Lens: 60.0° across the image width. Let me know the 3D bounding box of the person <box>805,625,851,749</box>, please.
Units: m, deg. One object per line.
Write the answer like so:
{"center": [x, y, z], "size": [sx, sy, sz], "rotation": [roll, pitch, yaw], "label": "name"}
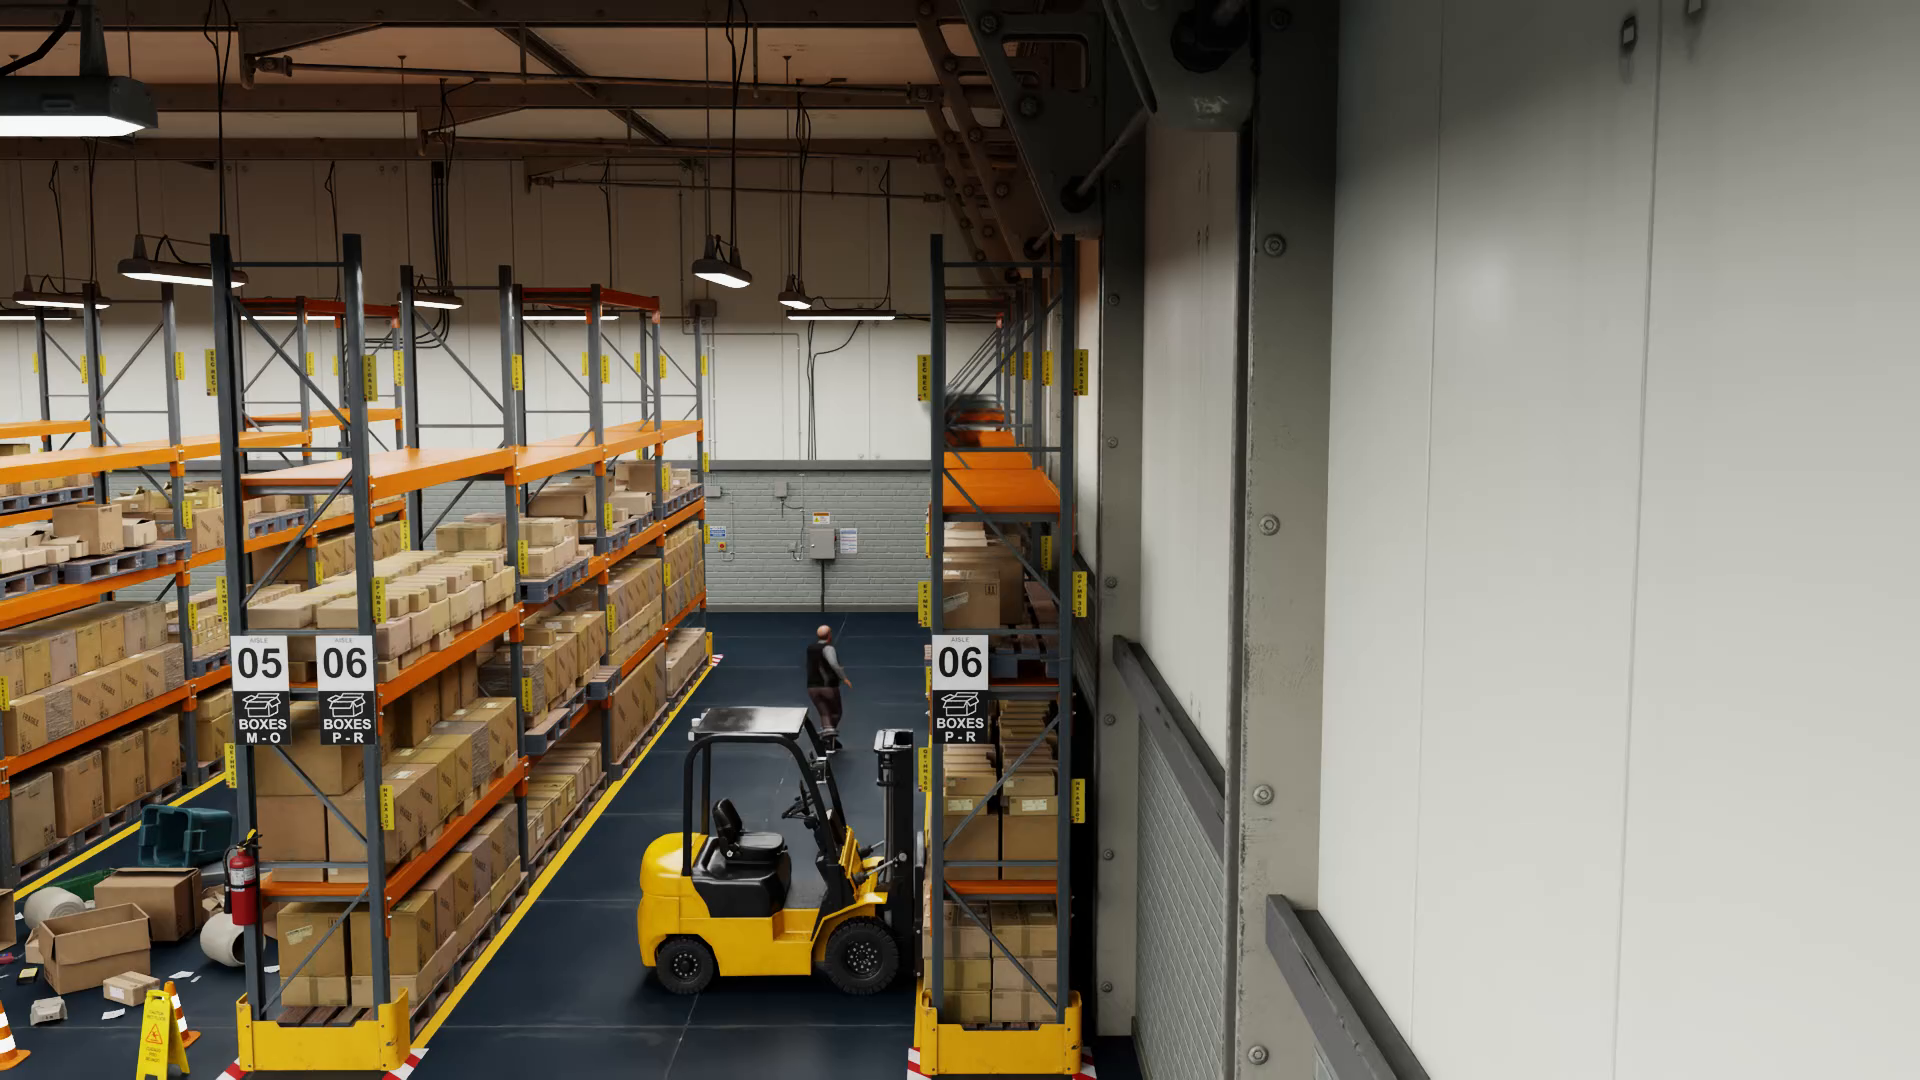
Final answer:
{"center": [-1.769, 1.969, 21.776], "size": [0.763, 1.664, 0.666], "rotation": [3, 7, 25], "label": "person"}
